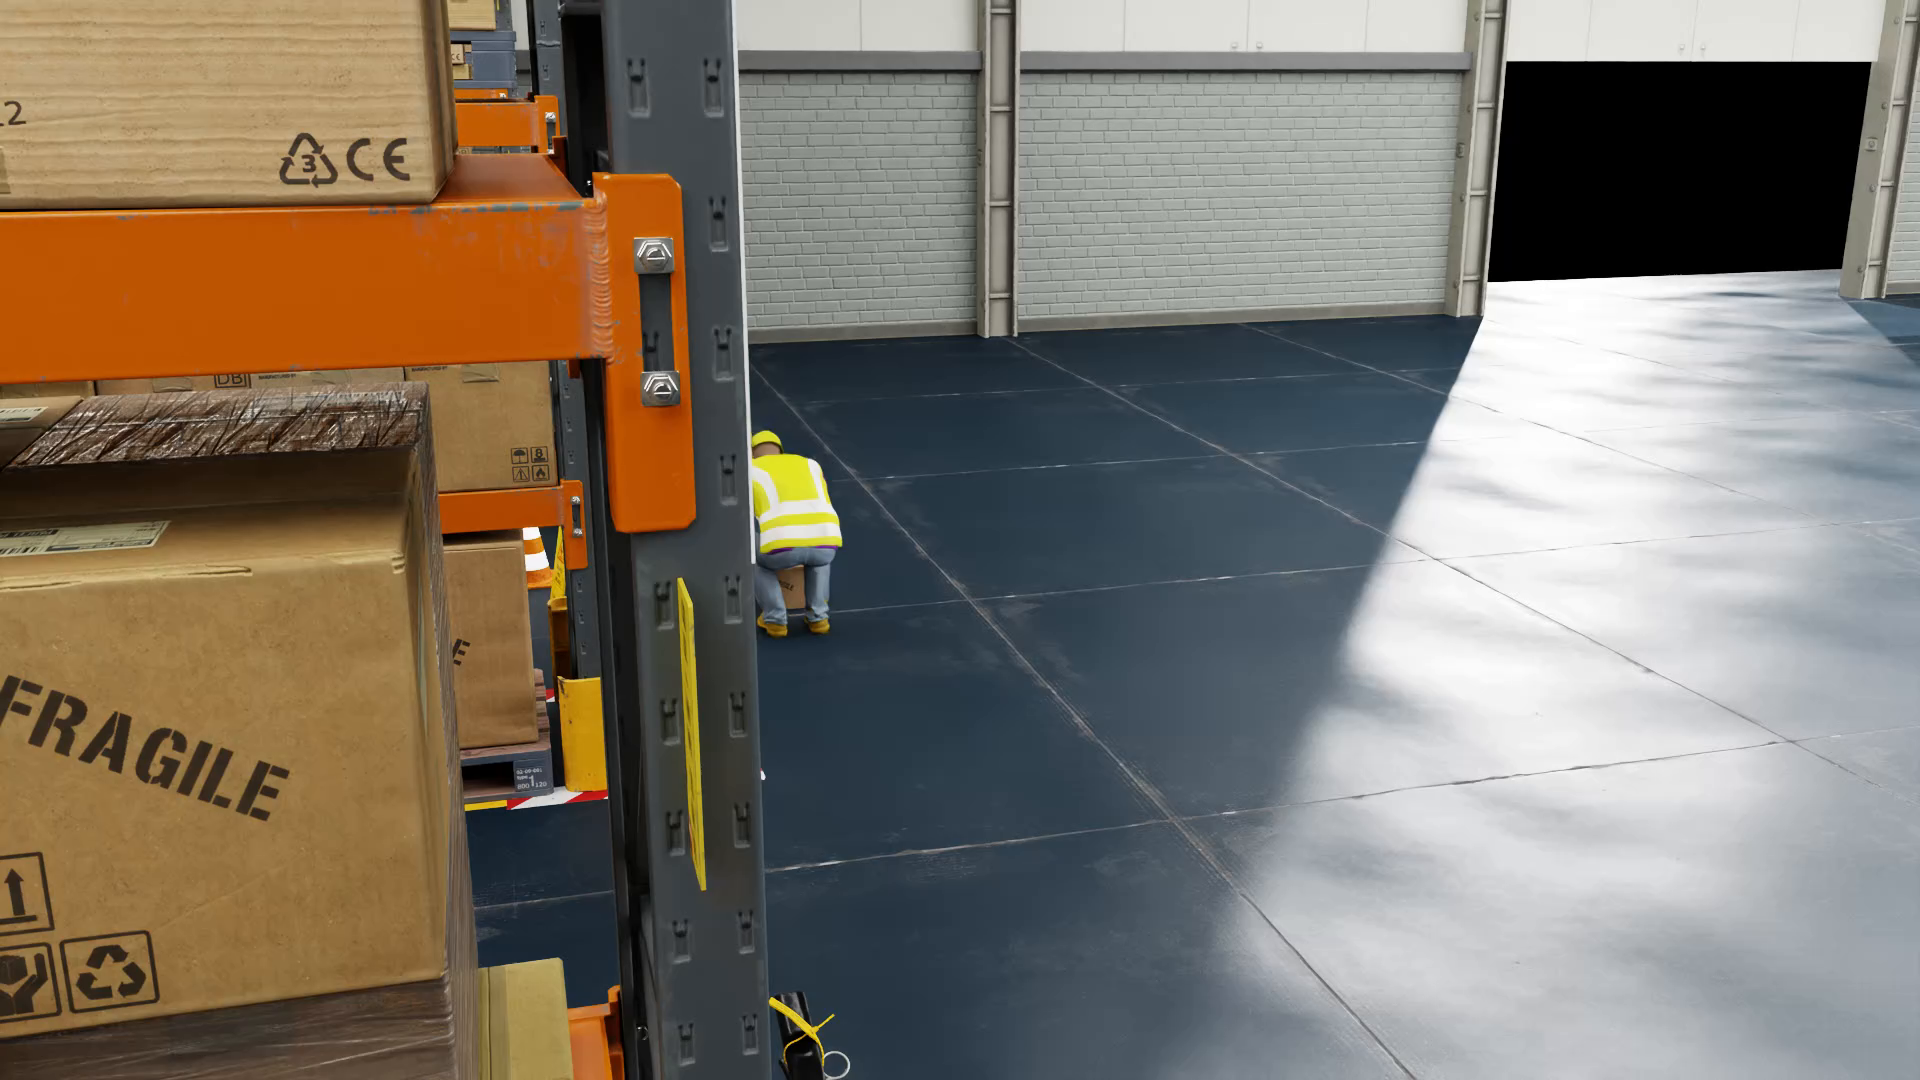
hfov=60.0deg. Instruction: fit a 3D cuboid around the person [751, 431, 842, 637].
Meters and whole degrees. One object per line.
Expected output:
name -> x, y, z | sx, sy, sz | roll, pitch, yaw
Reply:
person -> -0.960, -0.025, 8.956 | 0.589, 1.016, 0.887 | -5, 16, -15
